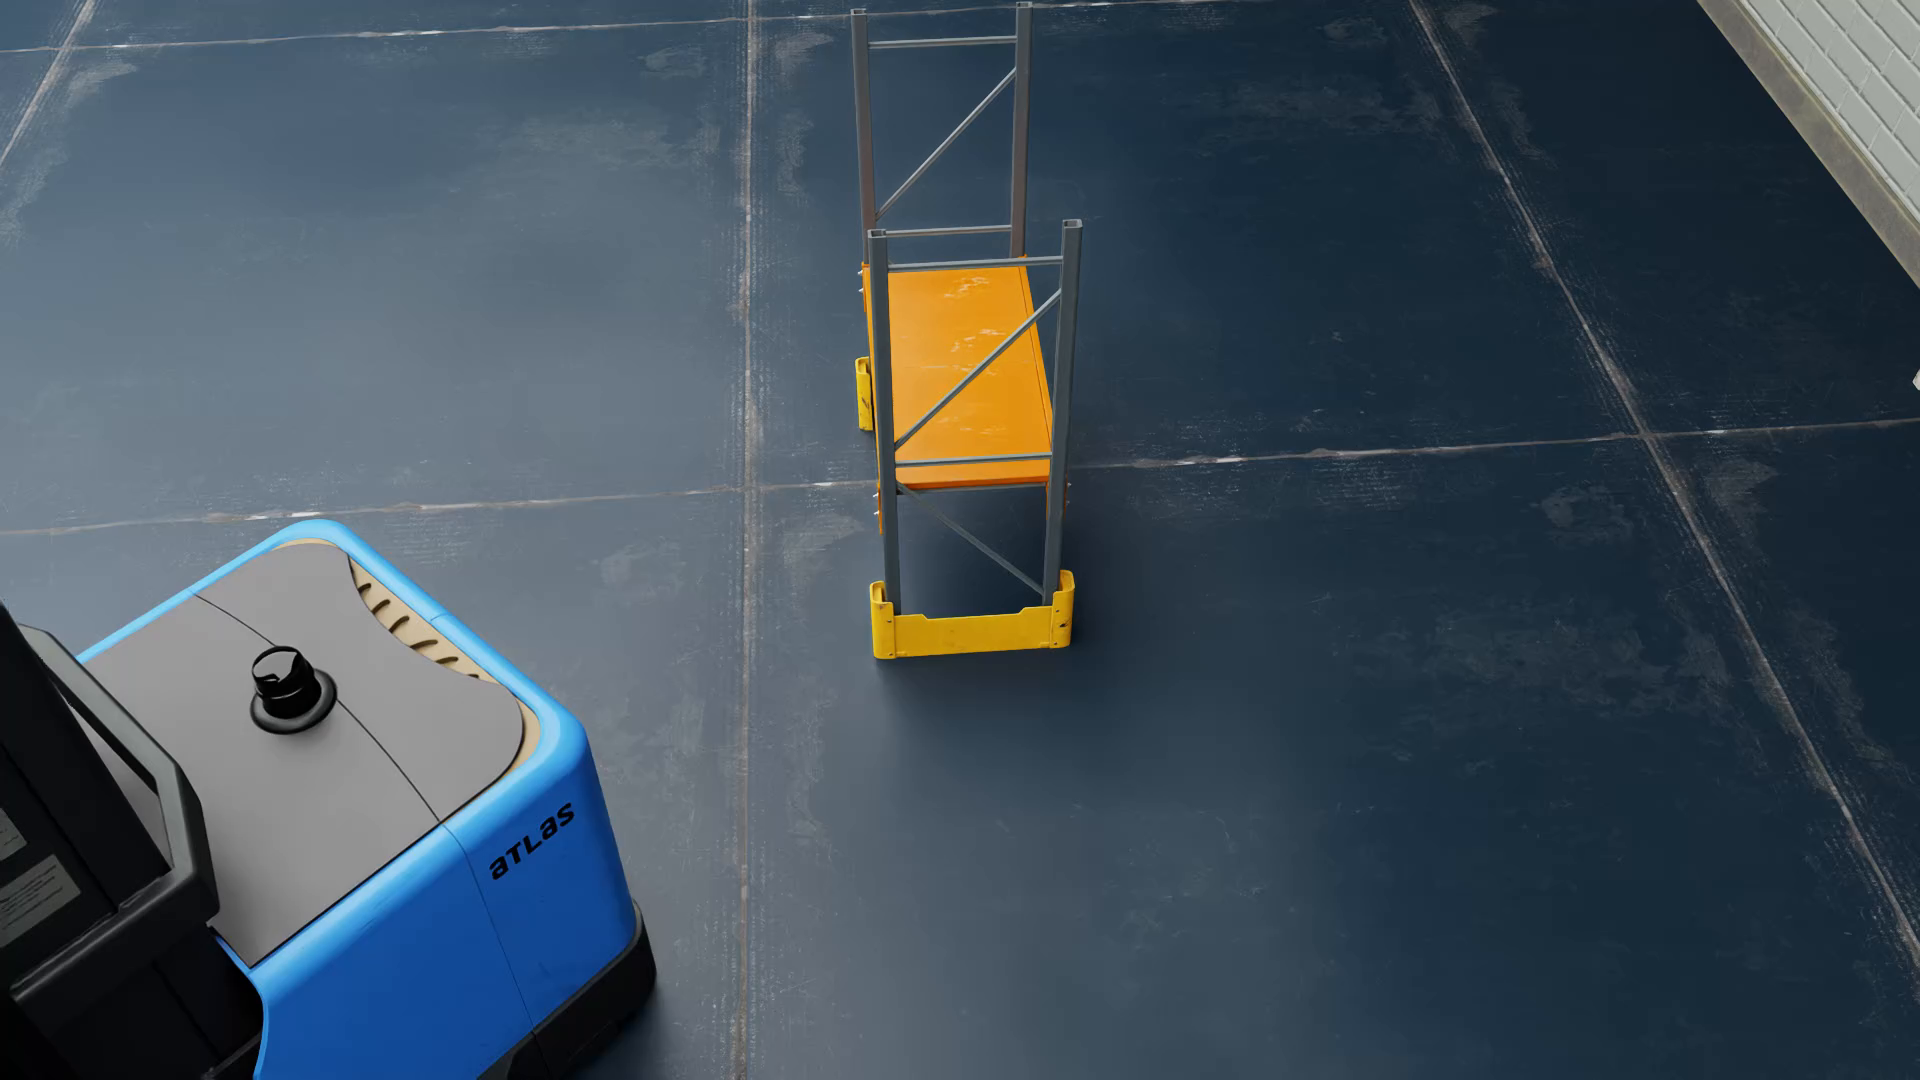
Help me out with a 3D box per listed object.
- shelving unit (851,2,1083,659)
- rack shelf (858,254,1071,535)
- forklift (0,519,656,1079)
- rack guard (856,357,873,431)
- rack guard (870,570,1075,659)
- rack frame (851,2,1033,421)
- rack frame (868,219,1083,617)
[{"bbox_3d":[-0.006,-0.571,4.758,0.587,1.500,1.083,-3,47,-3],"label":"shelving unit"},{"bbox_3d":[-0.007,-0.454,4.895,0.538,0.185,1.000,-3,47,-3],"label":"rack shelf"},{"bbox_3d":[-2.109,0.688,2.580,1.130,2.935,3.031,33,55,27],"label":"forklift"},{"bbox_3d":[-0.048,-0.501,5.553,0.587,0.250,0.087,-3,47,-3],"label":"rack guard"},{"bbox_3d":[0.035,0.219,4.870,0.587,0.250,0.087,-3,47,-3],"label":"rack guard"},{"bbox_3d":[-0.050,-0.945,5.112,0.500,1.500,0.032,-3,47,-3],"label":"rack frame"},{"bbox_3d":[0.035,-0.210,4.416,0.500,1.500,0.032,-3,47,-3],"label":"rack frame"}]
